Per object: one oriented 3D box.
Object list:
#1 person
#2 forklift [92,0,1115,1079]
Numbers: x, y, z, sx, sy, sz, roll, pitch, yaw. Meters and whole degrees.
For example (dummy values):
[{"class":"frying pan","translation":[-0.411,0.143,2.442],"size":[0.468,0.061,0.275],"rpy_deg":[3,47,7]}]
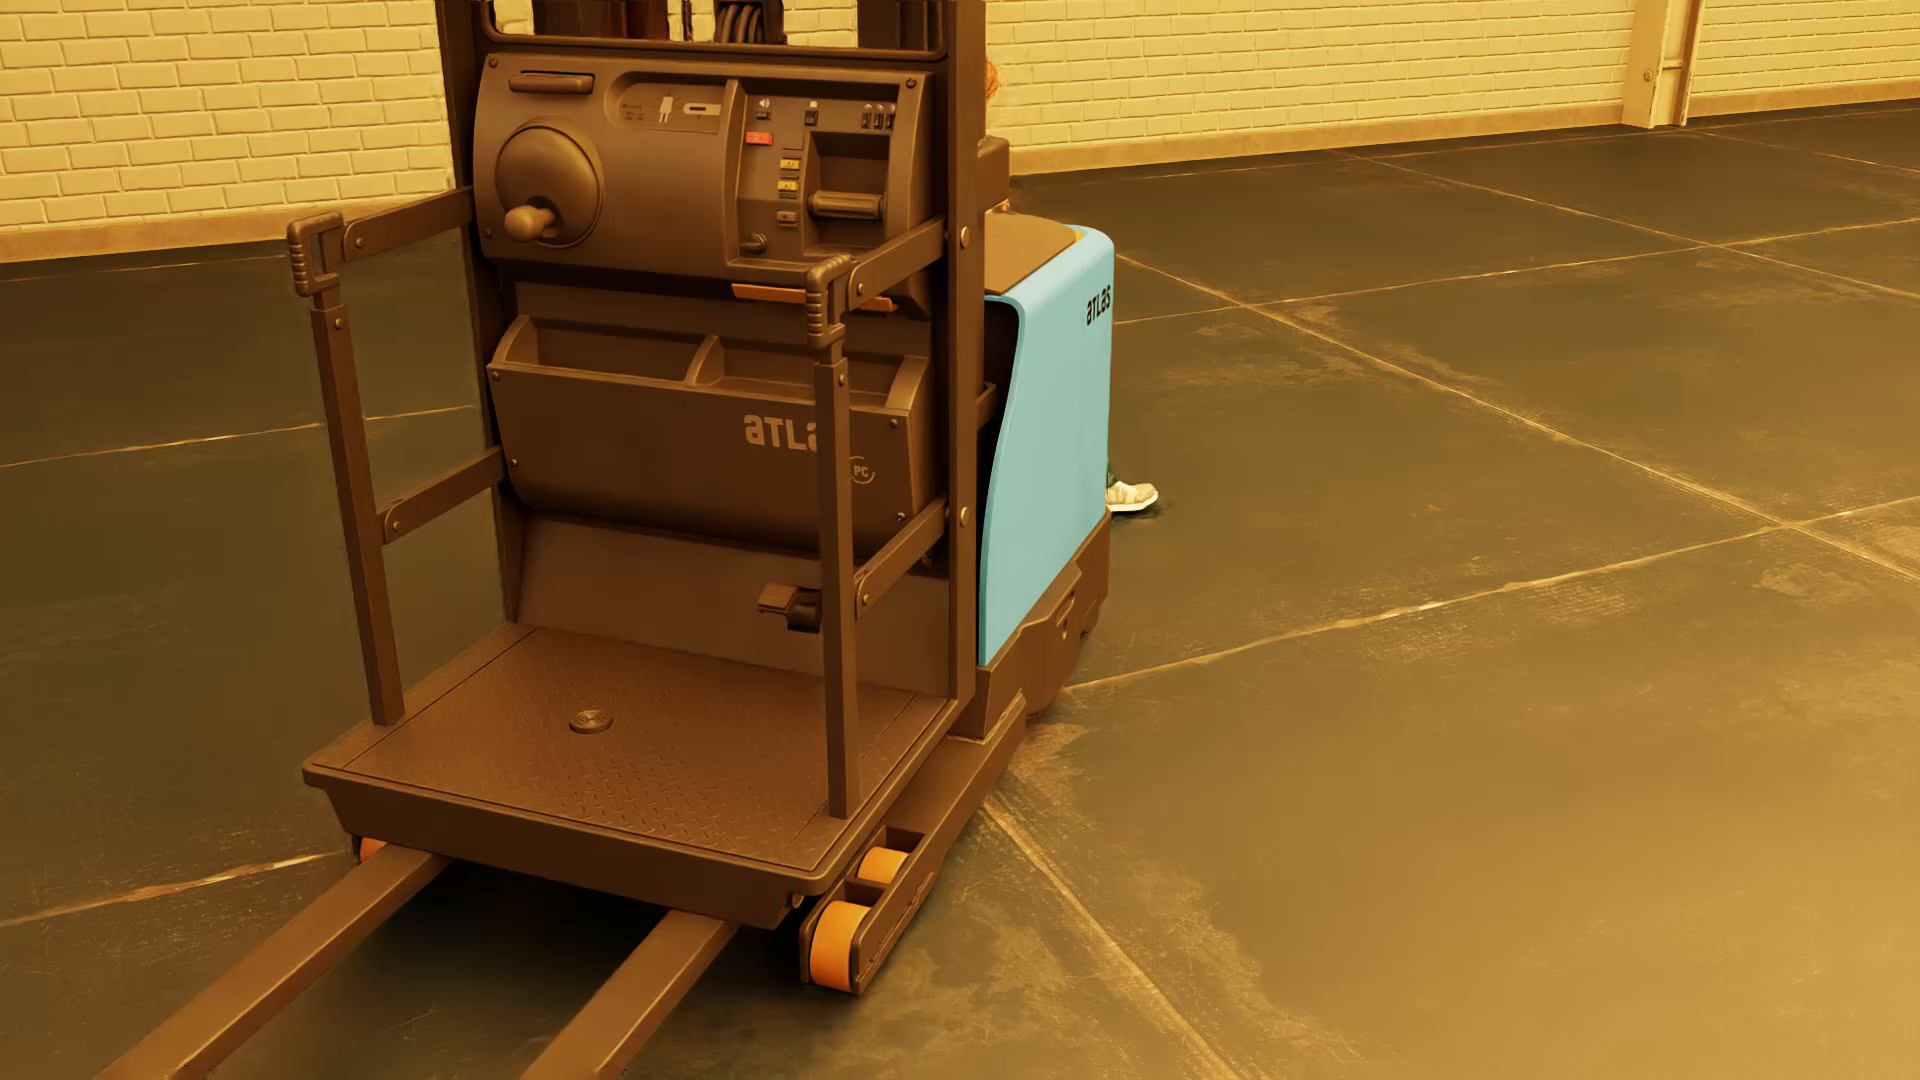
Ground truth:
[{"class":"person","translation":[0.061,-0.855,5.336],"size":[0.909,1.430,0.986],"rpy_deg":[-8,24,-18]},{"class":"forklift","translation":[-0.581,-0.693,2.955],"size":[1.130,2.935,3.031],"rpy_deg":[8,24,19]}]
